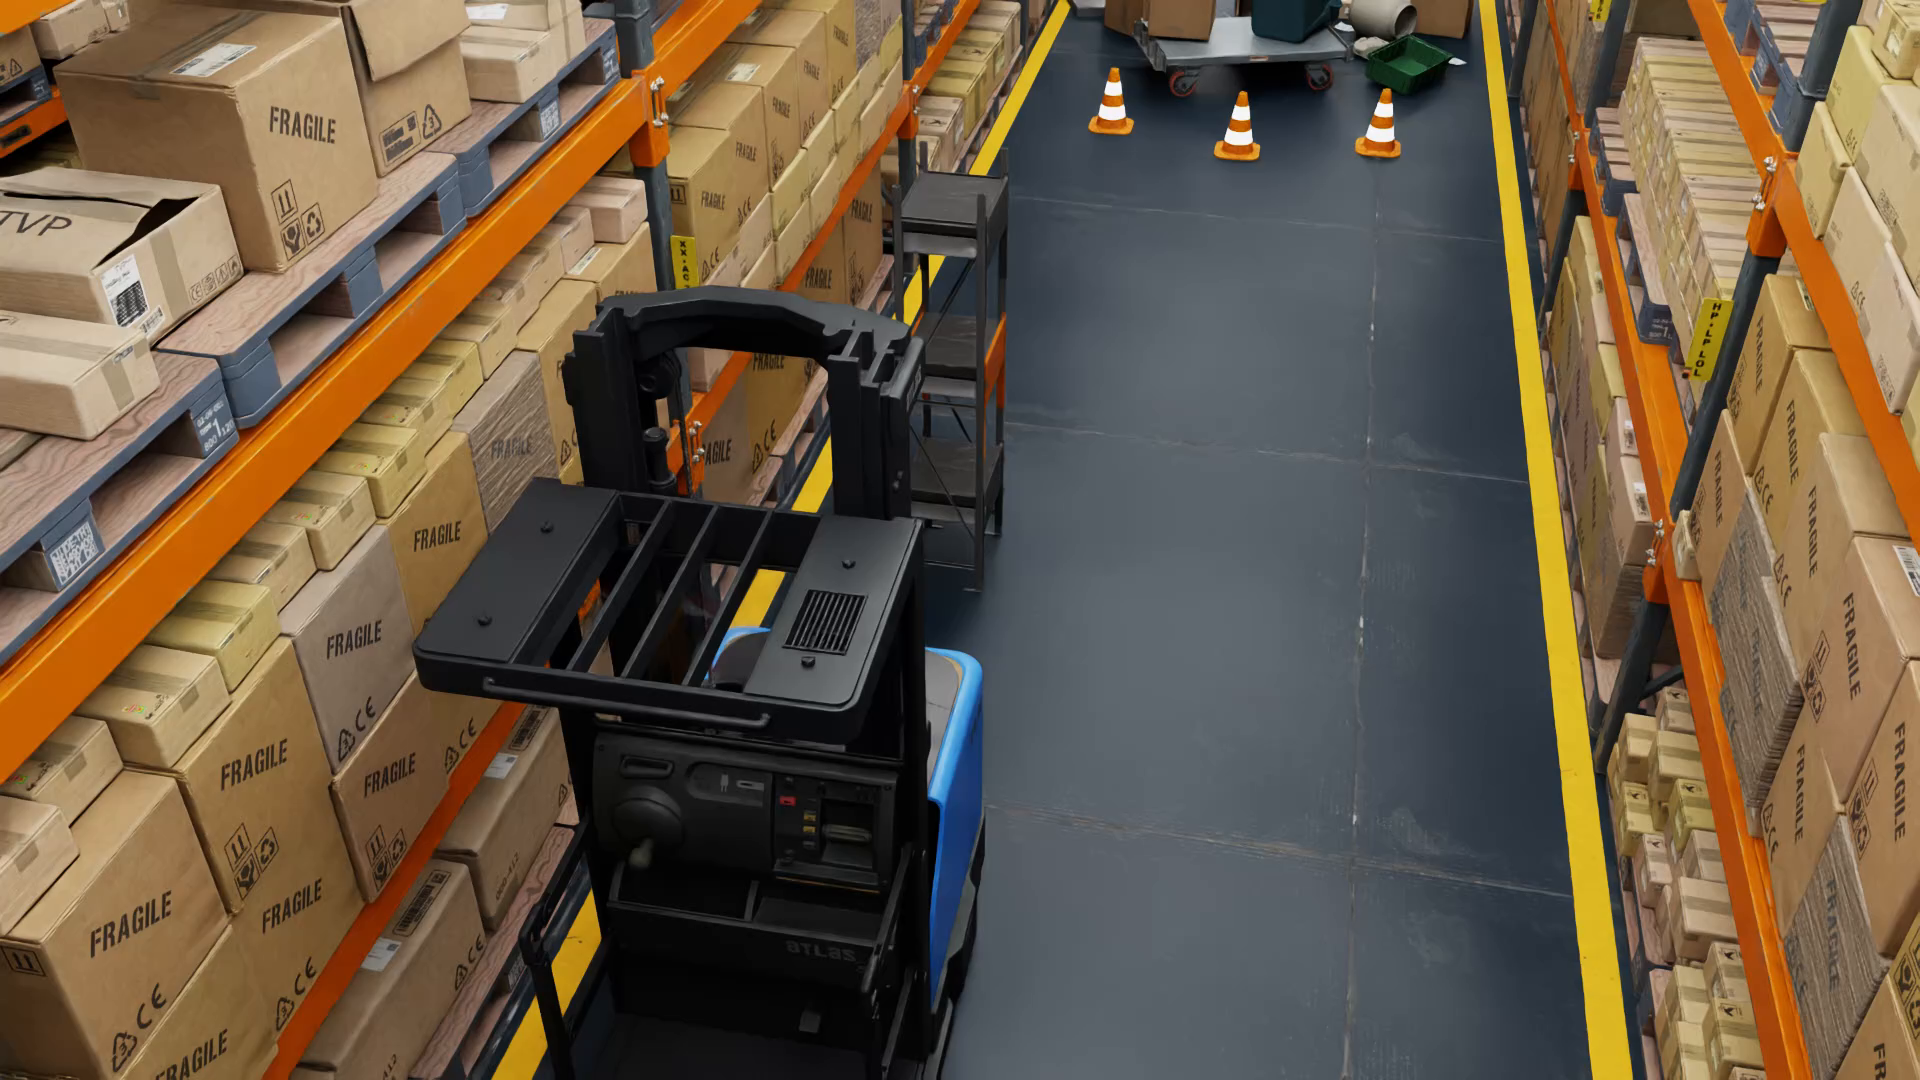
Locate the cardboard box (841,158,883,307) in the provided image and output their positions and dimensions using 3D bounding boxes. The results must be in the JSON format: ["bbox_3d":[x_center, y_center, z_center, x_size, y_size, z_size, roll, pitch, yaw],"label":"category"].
[{"bbox_3d":[-1.007,-1.961,10.122,0.875,0.875,0.875,7,37,10],"label":"cardboard box"}]

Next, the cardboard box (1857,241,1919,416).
[{"bbox_3d":[2.640,-0.518,4.251,0.500,0.250,0.500,9,37,12],"label":"cardboard box"}]

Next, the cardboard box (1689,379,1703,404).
[{"bbox_3d":[3.171,-0.651,6.718,0.380,0.149,0.250,8,37,10],"label":"cardboard box"}]

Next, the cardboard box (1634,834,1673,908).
[{"bbox_3d":[2.774,1.273,6.278,0.380,0.149,0.250,7,37,10],"label":"cardboard box"}]

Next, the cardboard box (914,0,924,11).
[{"bbox_3d":[-0.456,-3.597,10.230,0.500,0.500,0.500,6,36,9],"label":"cardboard box"}]

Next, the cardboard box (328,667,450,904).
[{"bbox_3d":[-1.897,0.687,4.931,0.500,0.500,0.500,7,37,10],"label":"cardboard box"}]

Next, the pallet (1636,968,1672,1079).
[{"bbox_3d":[2.858,2.039,5.527,1.003,0.211,1.213,7,37,10],"label":"pallet"}]

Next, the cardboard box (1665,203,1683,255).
[{"bbox_3d":[3.395,-1.379,7.469,0.380,0.149,0.250,7,37,10],"label":"cardboard box"}]

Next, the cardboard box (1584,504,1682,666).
[{"bbox_3d":[3.137,0.205,7.453,0.500,0.500,0.500,7,36,9],"label":"cardboard box"}]

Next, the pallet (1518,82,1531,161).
[{"bbox_3d":[4.843,-3.186,12.737,1.003,0.211,1.213,7,37,10],"label":"pallet"}]

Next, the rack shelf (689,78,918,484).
[{"bbox_3d":[-1.205,-1.599,8.783,1.077,0.370,4.000,7,37,10],"label":"rack shelf"}]

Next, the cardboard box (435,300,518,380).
[{"bbox_3d":[-1.667,-0.660,5.385,0.380,0.149,0.250,7,37,10],"label":"cardboard box"}]

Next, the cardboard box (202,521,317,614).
[{"bbox_3d":[-1.943,0.069,4.379,0.380,0.149,0.250,8,37,10],"label":"cardboard box"}]

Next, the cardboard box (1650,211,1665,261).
[{"bbox_3d":[3.449,-1.402,7.755,0.380,0.149,0.250,6,36,8],"label":"cardboard box"}]

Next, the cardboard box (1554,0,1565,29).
[{"bbox_3d":[4.233,-3.673,10.947,0.500,0.500,0.500,8,37,11],"label":"cardboard box"}]

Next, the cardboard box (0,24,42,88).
[{"bbox_3d":[-5.796,-2.910,9.533,0.797,0.503,0.637,7,36,9],"label":"cardboard box"}]

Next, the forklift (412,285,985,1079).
[{"bbox_3d":[-0.686,0.893,4.790,1.130,2.935,3.031,6,36,9],"label":"forklift"}]

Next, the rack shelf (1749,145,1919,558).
[{"bbox_3d":[2.798,0.042,3.963,1.077,0.370,4.000,7,37,10],"label":"rack shelf"}]

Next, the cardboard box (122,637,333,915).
[{"bbox_3d":[-2.002,0.568,4.243,0.500,0.500,0.500,6,36,9],"label":"cardboard box"}]

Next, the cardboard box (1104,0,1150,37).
[{"bbox_3d":[1.635,-4.762,14.663,0.500,0.500,0.500,-24,42,-30],"label":"cardboard box"}]

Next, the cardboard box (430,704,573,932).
[{"bbox_3d":[-2.062,0.984,6.432,0.875,0.438,0.875,6,36,9],"label":"cardboard box"}]

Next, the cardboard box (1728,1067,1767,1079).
[{"bbox_3d":[2.562,1.780,5.072,0.380,0.149,0.250,6,36,8],"label":"cardboard box"}]

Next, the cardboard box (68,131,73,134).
[{"bbox_3d":[-5.514,-2.602,10.774,0.380,0.149,0.250,6,36,8],"label":"cardboard box"}]

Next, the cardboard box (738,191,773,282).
[{"bbox_3d":[-1.179,-1.404,7.604,0.500,0.250,0.500,8,37,11],"label":"cardboard box"}]

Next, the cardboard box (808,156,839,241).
[{"bbox_3d":[-0.931,-1.776,8.542,0.500,0.250,0.500,7,36,9],"label":"cardboard box"}]

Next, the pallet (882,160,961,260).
[{"bbox_3d":[-0.610,-2.355,11.590,1.003,0.211,1.213,7,37,10],"label":"pallet"}]

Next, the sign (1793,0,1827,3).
[{"bbox_3d":[2.682,-1.832,5.159,0.100,0.325,0.005,7,37,10],"label":"sign"}]

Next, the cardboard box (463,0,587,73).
[{"bbox_3d":[-1.456,-1.708,5.436,0.396,0.266,0.258,8,37,11],"label":"cardboard box"}]

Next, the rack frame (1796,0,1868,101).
[{"bbox_3d":[3.225,-2.610,4.453,1.000,3.000,0.127,7,37,10],"label":"rack frame"}]

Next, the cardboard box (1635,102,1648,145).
[{"bbox_3d":[3.670,-2.102,8.467,0.380,0.149,0.250,6,36,9],"label":"cardboard box"}]

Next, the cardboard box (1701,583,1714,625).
[{"bbox_3d":[2.862,0.200,5.903,0.380,0.149,0.250,8,37,11],"label":"cardboard box"}]

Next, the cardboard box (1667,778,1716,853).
[{"bbox_3d":[2.826,1.036,6.100,0.380,0.149,0.250,7,36,9],"label":"cardboard box"}]

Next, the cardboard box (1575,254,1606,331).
[{"bbox_3d":[3.587,-1.280,8.863,0.500,0.250,0.500,7,37,9],"label":"cardboard box"}]

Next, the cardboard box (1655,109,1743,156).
[{"bbox_3d":[3.567,-1.941,7.992,0.380,0.149,0.250,9,37,12],"label":"cardboard box"}]

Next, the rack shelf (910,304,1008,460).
[{"bbox_3d":[-0.035,-0.744,7.781,0.431,0.518,0.480,7,37,10],"label":"rack shelf"}]

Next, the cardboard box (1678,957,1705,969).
[{"bbox_3d":[2.710,1.460,5.767,0.380,0.149,0.250,9,37,12],"label":"cardboard box"}]

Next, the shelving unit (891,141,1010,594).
[{"bbox_3d":[-0.035,-0.755,7.773,0.431,2.100,0.503,7,37,10],"label":"shelving unit"}]

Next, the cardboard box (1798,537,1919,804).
[{"bbox_3d":[2.546,0.360,4.277,0.500,0.500,0.500,6,36,8],"label":"cardboard box"}]

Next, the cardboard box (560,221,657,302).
[{"bbox_3d":[-1.463,-0.884,6.246,0.500,0.500,0.500,7,37,10],"label":"cardboard box"}]

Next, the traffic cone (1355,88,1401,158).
[{"bbox_3d":[3.172,-3.161,12.487,0.336,0.463,0.334,7,37,10],"label":"traffic cone"}]

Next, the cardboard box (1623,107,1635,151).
[{"bbox_3d":[3.729,-2.157,8.797,0.380,0.149,0.250,9,37,12],"label":"cardboard box"}]

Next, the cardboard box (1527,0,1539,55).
[{"bbox_3d":[5.136,-4.429,13.528,0.875,0.875,0.875,8,37,11],"label":"cardboard box"}]

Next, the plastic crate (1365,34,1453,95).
[{"bbox_3d":[3.691,-3.916,13.714,0.450,0.188,0.662,36,48,26],"label":"plastic crate"}]

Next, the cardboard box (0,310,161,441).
[{"bbox_3d":[-2.030,-0.369,3.688,0.380,0.149,0.250,9,37,12],"label":"cardboard box"}]

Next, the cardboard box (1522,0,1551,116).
[{"bbox_3d":[4.889,-3.659,12.572,1.050,0.750,0.750,7,37,10],"label":"cardboard box"}]

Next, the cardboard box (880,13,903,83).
[{"bbox_3d":[-0.633,-2.869,9.624,0.500,0.250,0.500,7,37,10],"label":"cardboard box"}]

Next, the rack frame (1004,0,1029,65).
[{"bbox_3d":[0.076,-5.330,13.318,1.000,3.000,0.127,7,37,10],"label":"rack frame"}]

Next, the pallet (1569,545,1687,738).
[{"bbox_3d":[3.390,0.502,7.648,1.003,0.211,1.213,7,37,10],"label":"pallet"}]

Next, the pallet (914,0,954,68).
[{"bbox_3d":[-0.730,-3.381,10.792,1.213,0.211,1.003,7,37,10],"label":"pallet"}]

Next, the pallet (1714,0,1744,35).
[{"bbox_3d":[3.679,-2.255,6.679,1.213,0.211,1.003,7,37,10],"label":"pallet"}]

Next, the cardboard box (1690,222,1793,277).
[{"bbox_3d":[3.290,-1.197,6.965,0.380,0.149,0.250,7,37,10],"label":"cardboard box"}]

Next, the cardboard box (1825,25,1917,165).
[{"bbox_3d":[2.888,-1.291,4.892,0.500,0.250,0.500,8,37,11],"label":"cardboard box"}]

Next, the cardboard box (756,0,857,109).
[{"bbox_3d":[-0.847,-2.574,8.578,0.500,0.500,0.500,7,37,10],"label":"cardboard box"}]

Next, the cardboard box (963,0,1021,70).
[{"bbox_3d":[-0.033,-4.135,13.551,0.950,0.372,0.625,8,37,11],"label":"cardboard box"}]

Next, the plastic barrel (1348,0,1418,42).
[{"bbox_3d":[3.678,-4.567,14.461,0.421,0.421,0.512,-24,42,-30],"label":"plastic barrel"}]

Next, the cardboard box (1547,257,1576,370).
[{"bbox_3d":[3.679,-1.258,9.473,0.500,0.500,0.500,6,36,8],"label":"cardboard box"}]

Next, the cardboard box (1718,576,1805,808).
[{"bbox_3d":[2.632,0.479,4.964,0.500,0.500,0.500,7,36,9],"label":"cardboard box"}]
